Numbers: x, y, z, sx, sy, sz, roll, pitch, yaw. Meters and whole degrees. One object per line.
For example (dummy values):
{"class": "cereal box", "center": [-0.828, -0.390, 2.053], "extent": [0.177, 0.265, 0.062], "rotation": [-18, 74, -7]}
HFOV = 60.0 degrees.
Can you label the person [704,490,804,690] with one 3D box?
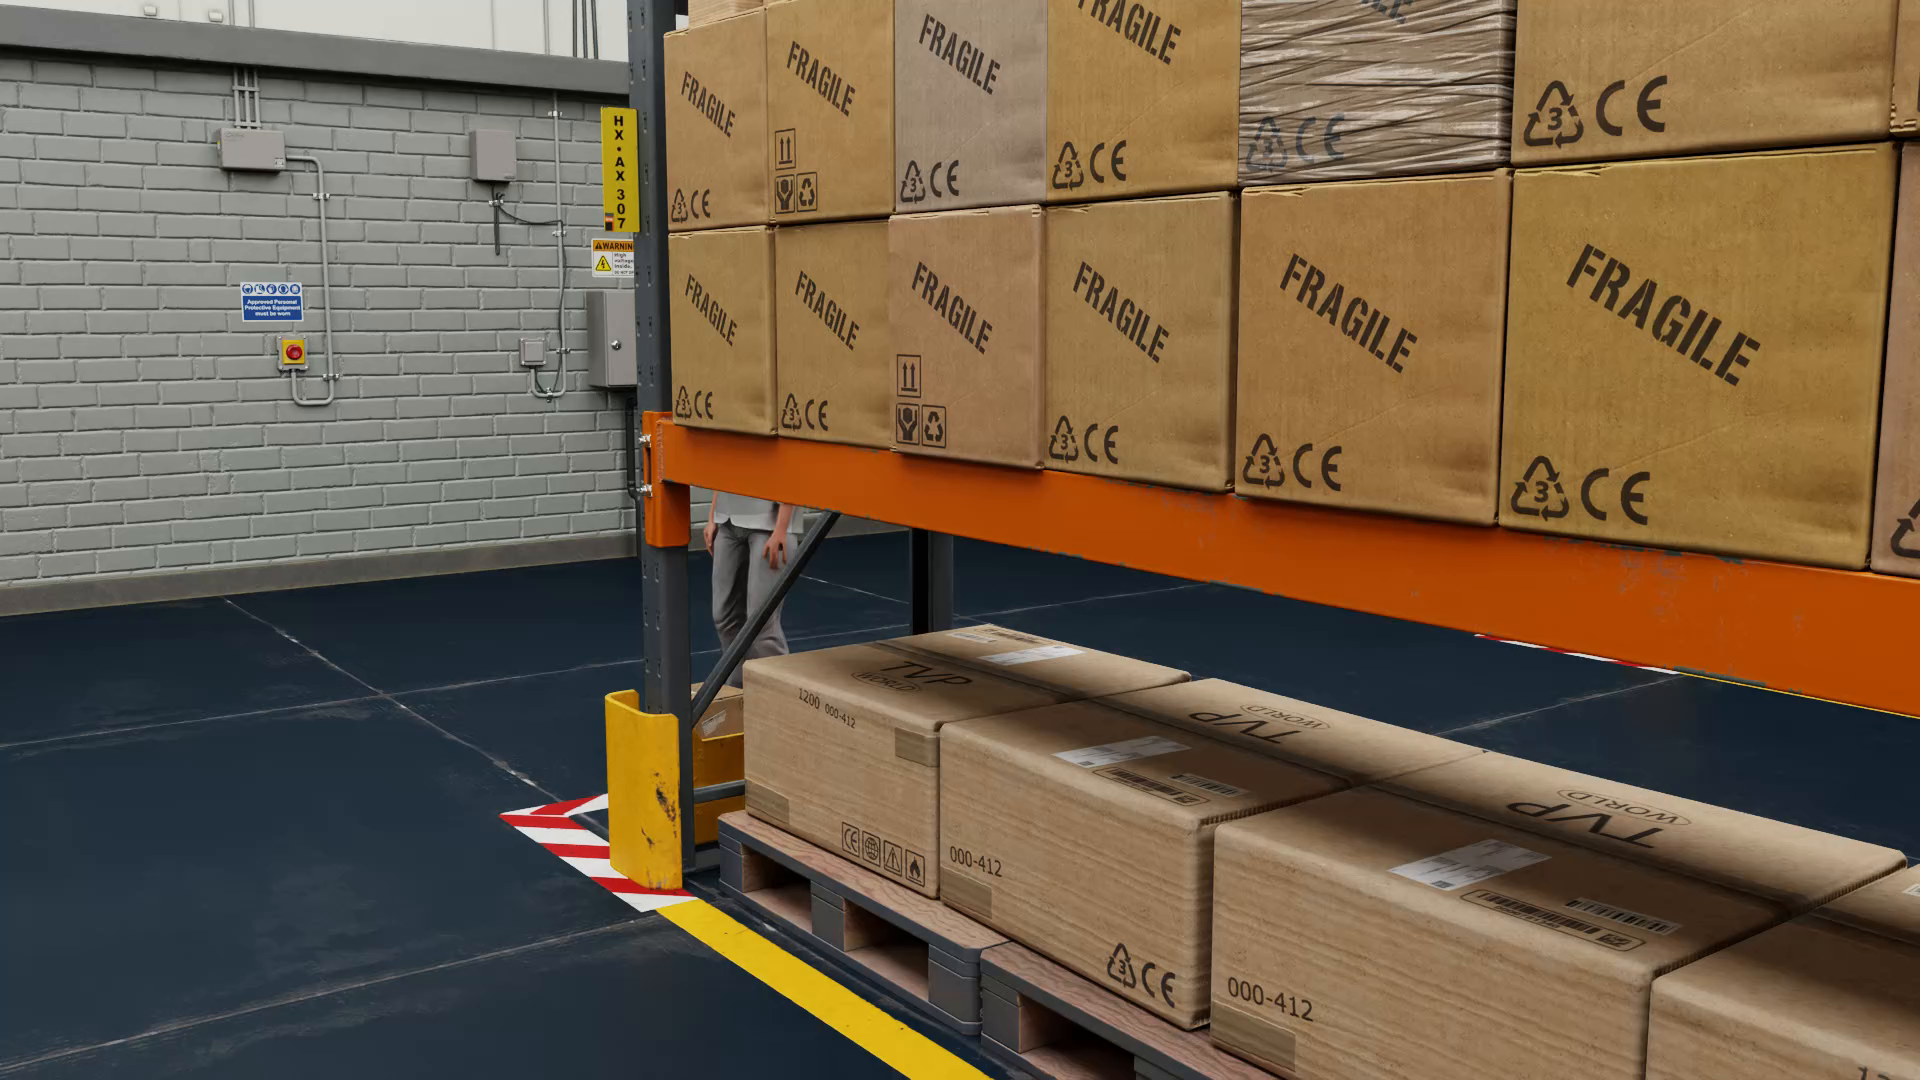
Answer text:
{"class": "person", "center": [-0.758, -0.025, 6.032], "extent": [0.349, 1.593, 0.468], "rotation": [-7, 11, -43]}
